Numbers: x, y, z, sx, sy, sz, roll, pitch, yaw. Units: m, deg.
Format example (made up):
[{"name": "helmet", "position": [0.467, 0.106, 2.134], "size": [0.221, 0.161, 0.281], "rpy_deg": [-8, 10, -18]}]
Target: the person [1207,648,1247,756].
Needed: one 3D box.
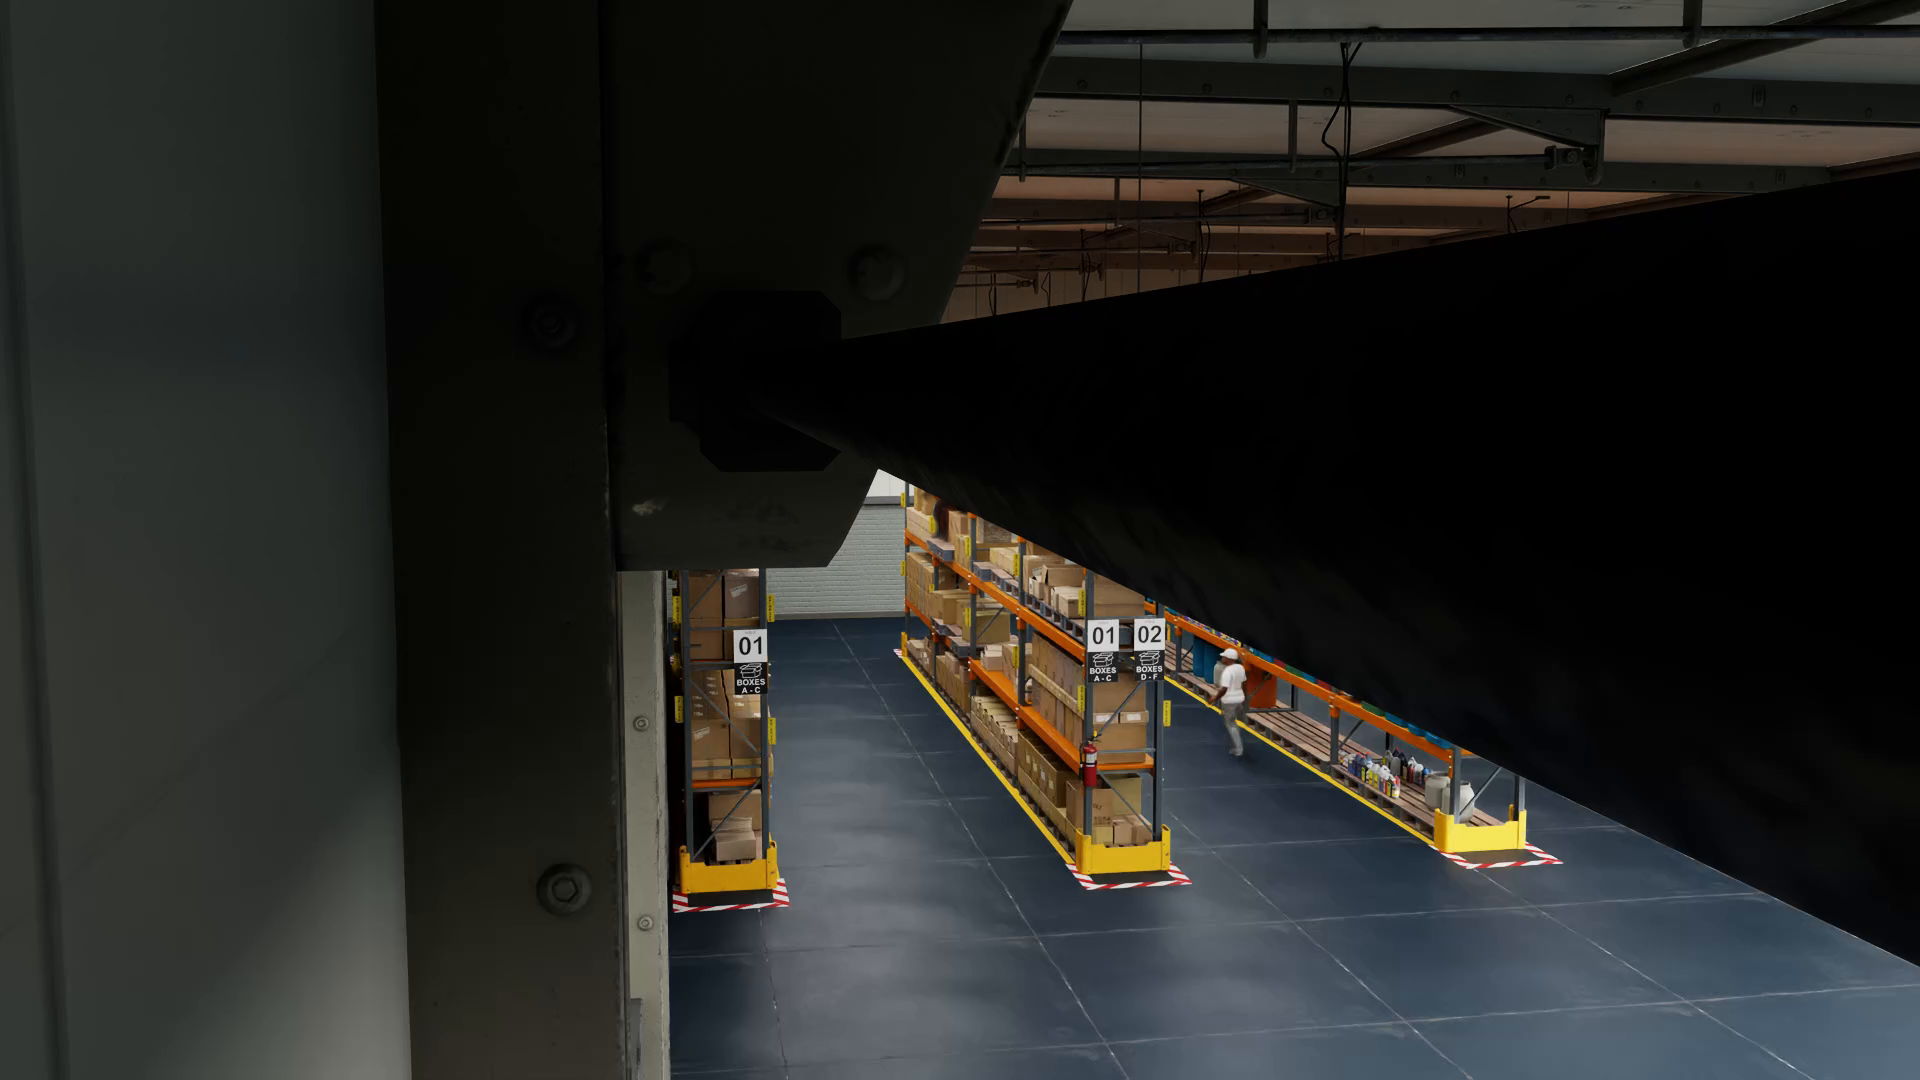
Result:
[{"name": "person", "position": [4.448, 2.677, 27.273], "size": [0.674, 1.812, 0.553], "rpy_deg": [-6, 8, -44]}]
